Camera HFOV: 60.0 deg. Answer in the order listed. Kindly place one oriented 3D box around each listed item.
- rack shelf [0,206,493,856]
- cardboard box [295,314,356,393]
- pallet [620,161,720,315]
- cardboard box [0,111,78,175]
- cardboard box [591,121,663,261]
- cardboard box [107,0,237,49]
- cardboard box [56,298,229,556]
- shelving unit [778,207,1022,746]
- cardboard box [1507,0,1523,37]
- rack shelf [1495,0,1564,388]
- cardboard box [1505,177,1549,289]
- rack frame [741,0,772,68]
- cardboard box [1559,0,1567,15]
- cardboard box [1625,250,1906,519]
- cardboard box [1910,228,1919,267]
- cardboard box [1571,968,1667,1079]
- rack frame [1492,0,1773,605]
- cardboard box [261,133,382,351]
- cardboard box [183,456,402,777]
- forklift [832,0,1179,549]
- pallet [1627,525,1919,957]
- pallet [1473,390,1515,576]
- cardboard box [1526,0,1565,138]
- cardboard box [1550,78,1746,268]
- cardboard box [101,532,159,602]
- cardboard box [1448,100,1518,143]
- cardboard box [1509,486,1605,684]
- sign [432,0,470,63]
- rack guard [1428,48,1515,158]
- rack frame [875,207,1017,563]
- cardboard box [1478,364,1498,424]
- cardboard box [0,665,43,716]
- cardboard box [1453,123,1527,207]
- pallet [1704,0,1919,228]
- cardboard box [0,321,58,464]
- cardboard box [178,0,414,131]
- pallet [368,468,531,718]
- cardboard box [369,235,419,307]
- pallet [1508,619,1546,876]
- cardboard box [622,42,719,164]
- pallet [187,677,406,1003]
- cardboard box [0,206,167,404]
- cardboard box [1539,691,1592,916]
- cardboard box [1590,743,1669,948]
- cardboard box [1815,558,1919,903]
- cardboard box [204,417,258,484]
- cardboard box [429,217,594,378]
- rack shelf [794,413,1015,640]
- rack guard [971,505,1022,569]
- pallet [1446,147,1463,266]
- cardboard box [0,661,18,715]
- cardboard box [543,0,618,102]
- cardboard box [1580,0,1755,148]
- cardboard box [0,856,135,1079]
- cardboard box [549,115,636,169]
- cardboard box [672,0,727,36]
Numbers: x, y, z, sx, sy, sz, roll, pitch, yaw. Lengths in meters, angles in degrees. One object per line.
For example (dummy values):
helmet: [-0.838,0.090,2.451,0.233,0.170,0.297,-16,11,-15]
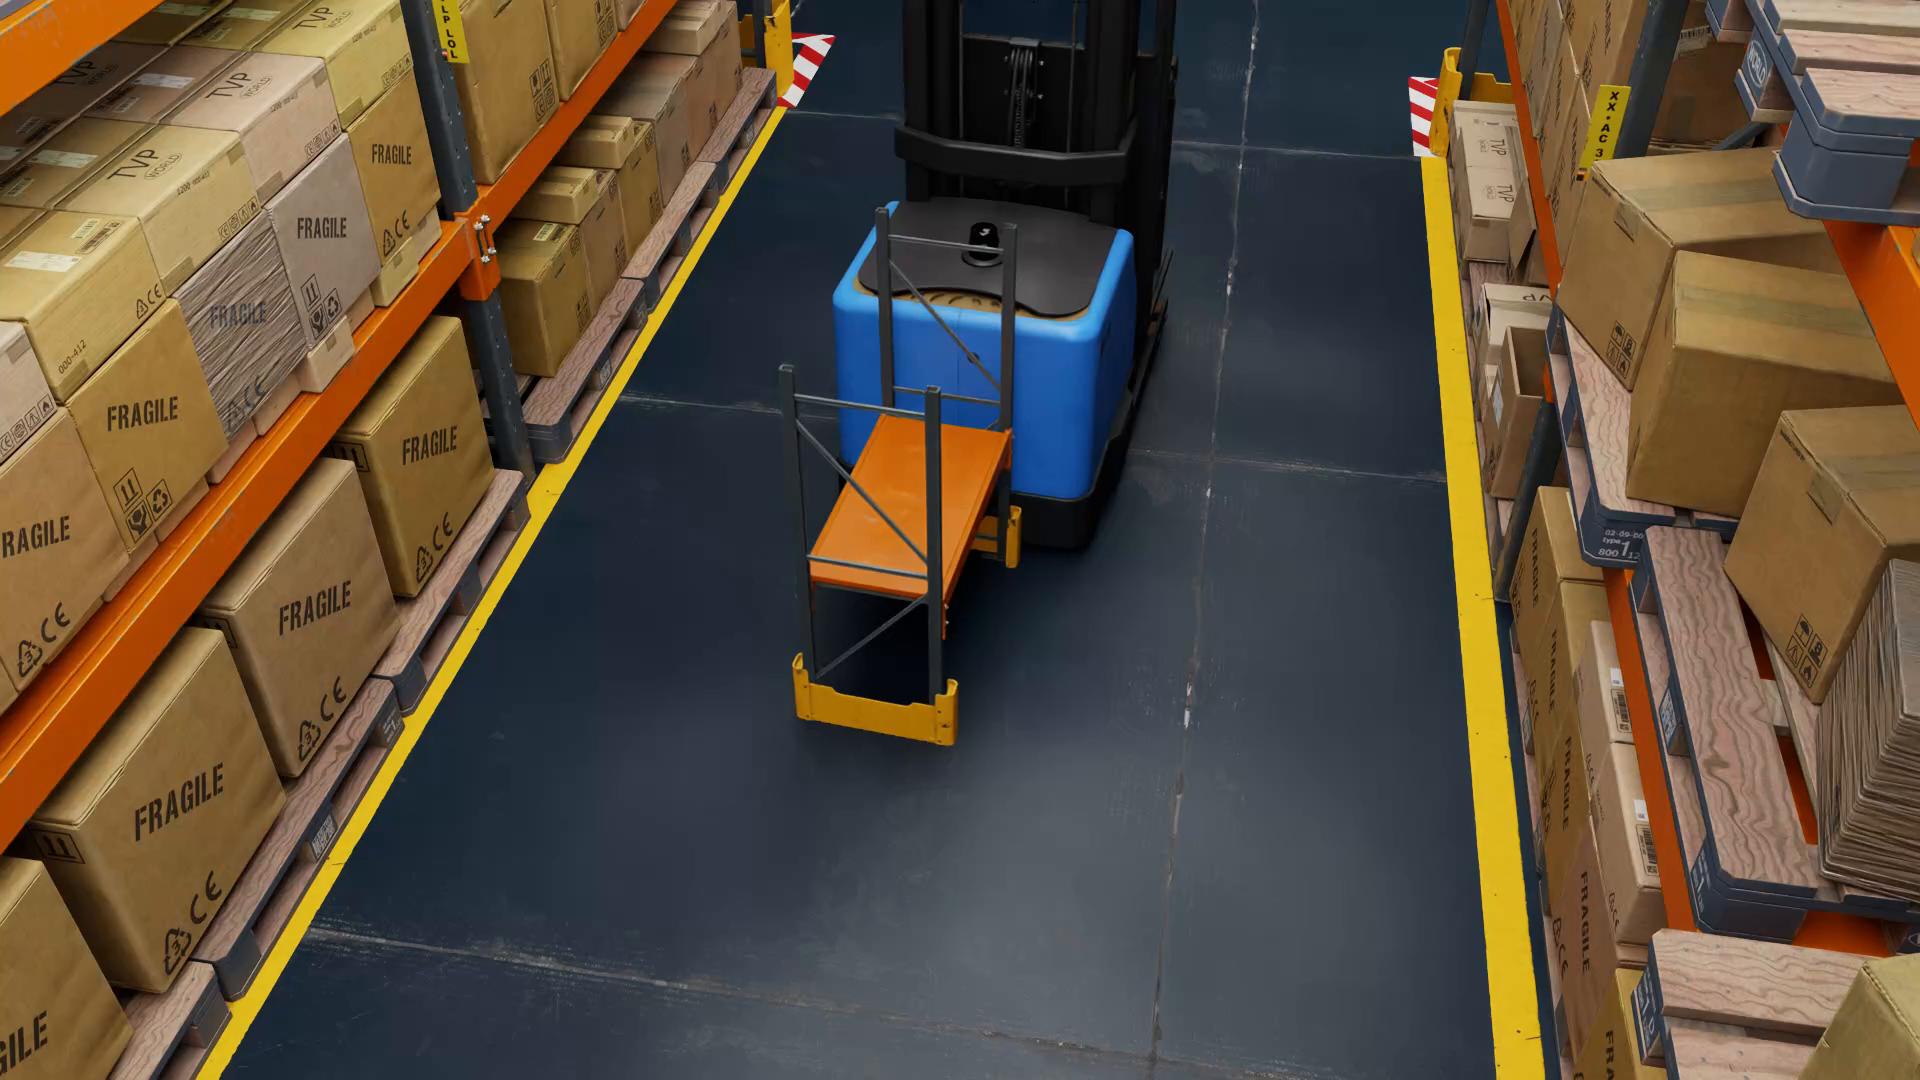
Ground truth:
rack shelf: [-2.649,0.093,4.848,1.077,0.370,4.000,6,40,8]
cardboard box: [-2.180,-0.616,5.322,0.380,0.149,0.250,6,40,8]
pallet: [-1.886,-1.601,8.521,1.003,0.211,1.213,6,40,8]
cardboard box: [-2.805,-0.985,4.671,0.500,0.250,0.500,5,40,6]
cardboard box: [-1.891,-1.732,8.123,0.700,0.500,0.500,7,40,9]
cardboard box: [-2.639,-1.629,5.450,0.500,0.250,0.500,8,40,9]
cardboard box: [-2.390,-0.333,4.471,0.500,0.500,0.500,7,40,9]
shelving unit: [-0.174,-0.226,5.846,0.587,1.500,1.083,9,40,11]
cardboard box: [2.758,-2.556,7.409,0.500,0.500,0.500,6,40,8]
rack shelf: [2.923,-1.873,7.226,1.077,0.370,4.000,6,40,8]
cardboard box: [2.897,-1.282,7.561,0.797,0.503,0.637,6,40,8]
rack frame: [-1.611,-3.949,9.173,1.000,3.000,0.127,6,40,8]
cardboard box: [2.582,-2.303,6.318,0.500,0.500,0.500,7,40,8]
cardboard box: [2.218,-0.384,4.453,0.700,0.500,0.500,12,41,15]
cardboard box: [2.105,-0.503,2.572,0.910,0.500,0.500,6,40,8]
cardboard box: [1.905,1.471,4.233,0.500,0.500,0.500,5,40,6]
rack frame: [2.576,-0.895,5.479,1.000,3.000,0.127,6,40,8]
cardboard box: [-2.213,-0.961,5.231,0.500,0.500,0.500,7,40,8]
cardboard box: [-2.438,0.208,5.502,0.750,0.750,0.750,8,40,9]
forklift: [0.368,-2.042,6.920,1.130,2.935,3.031,9,40,11]
pallet: [2.216,0.468,3.980,1.003,0.211,1.213,6,40,8]
pallet: [2.696,-0.251,6.889,1.003,0.211,1.213,6,40,8]
cardboard box: [2.585,-1.922,6.642,0.500,0.500,0.500,7,40,9]
cardboard box: [2.410,-1.276,5.861,0.500,0.500,0.500,7,40,8]
cardboard box: [-2.455,0.015,4.559,0.380,0.149,0.250,7,40,8]
cardboard box: [2.858,-2.252,9.011,0.380,0.149,0.250,6,40,8]
cardboard box: [2.253,0.175,5.800,0.500,0.500,0.500,5,40,6]
sign: [-1.767,-1.801,5.728,0.100,0.325,0.005,6,40,8]
rack guard: [3.256,-2.395,9.254,1.175,0.500,0.348,6,40,8]
rack frame: [-0.049,-0.534,6.219,0.500,1.500,0.032,9,40,11]
cardboard box: [2.401,-0.597,7.010,0.380,0.149,0.250,6,40,8]
cardboard box: [-2.570,0.329,4.179,0.380,0.149,0.250,7,40,9]
cardboard box: [2.809,-1.892,8.497,0.500,0.250,0.500,6,40,8]
pallet: [2.218,-0.926,3.310,1.213,0.211,1.003,6,40,8]
cardboard box: [-2.488,-0.287,3.827,0.500,0.250,0.500,7,40,8]
cardboard box: [-2.132,-1.568,5.376,0.500,0.250,0.500,7,40,9]
pallet: [-2.362,0.128,6.429,1.003,0.211,1.213,6,40,8]
cardboard box: [-2.103,-0.946,5.721,0.380,0.149,0.250,7,40,8]
pallet: [2.473,0.694,5.745,1.003,0.211,1.213,6,40,8]
cardboard box: [-1.720,-2.384,8.911,0.700,0.500,0.500,6,40,8]
pallet: [-2.571,0.896,5.501,1.003,0.211,1.213,6,40,8]
cardboard box: [-2.406,-0.608,4.215,0.500,0.250,0.500,6,40,7]
cardboard box: [2.078,0.824,5.016,0.500,0.500,0.500,7,40,8]
cardboard box: [1.993,0.829,4.422,0.500,0.250,0.500,6,40,7]
cardboard box: [2.229,0.454,3.439,0.700,0.500,0.500,14,42,16]
cardboard box: [-2.346,-0.314,4.957,0.380,0.149,0.250,5,40,6]
cardboard box: [-2.073,-1.096,7.353,0.700,0.500,0.500,7,40,8]
rack shelf: [-0.176,-0.082,5.954,0.538,0.185,1.000,9,40,11]
rack guard: [-0.050,-0.052,6.616,0.587,0.250,0.087,9,40,11]
pallet: [3.119,-1.783,8.741,1.003,0.211,1.213,6,40,8]
cardboard box: [-2.559,0.306,3.698,0.500,0.500,0.500,8,40,9]
cardboard box: [-2.061,-2.351,7.004,0.980,0.700,0.700,5,40,7]
cardboard box: [2.409,-1.665,5.547,0.500,0.500,0.500,7,40,8]
cardboard box: [-2.739,1.291,4.192,0.750,0.750,0.750,6,40,7]
cardboard box: [-1.744,-1.868,7.778,0.380,0.149,0.250,5,40,6]
cardboard box: [-1.476,-2.847,8.962,0.380,0.149,0.250,6,40,7]
